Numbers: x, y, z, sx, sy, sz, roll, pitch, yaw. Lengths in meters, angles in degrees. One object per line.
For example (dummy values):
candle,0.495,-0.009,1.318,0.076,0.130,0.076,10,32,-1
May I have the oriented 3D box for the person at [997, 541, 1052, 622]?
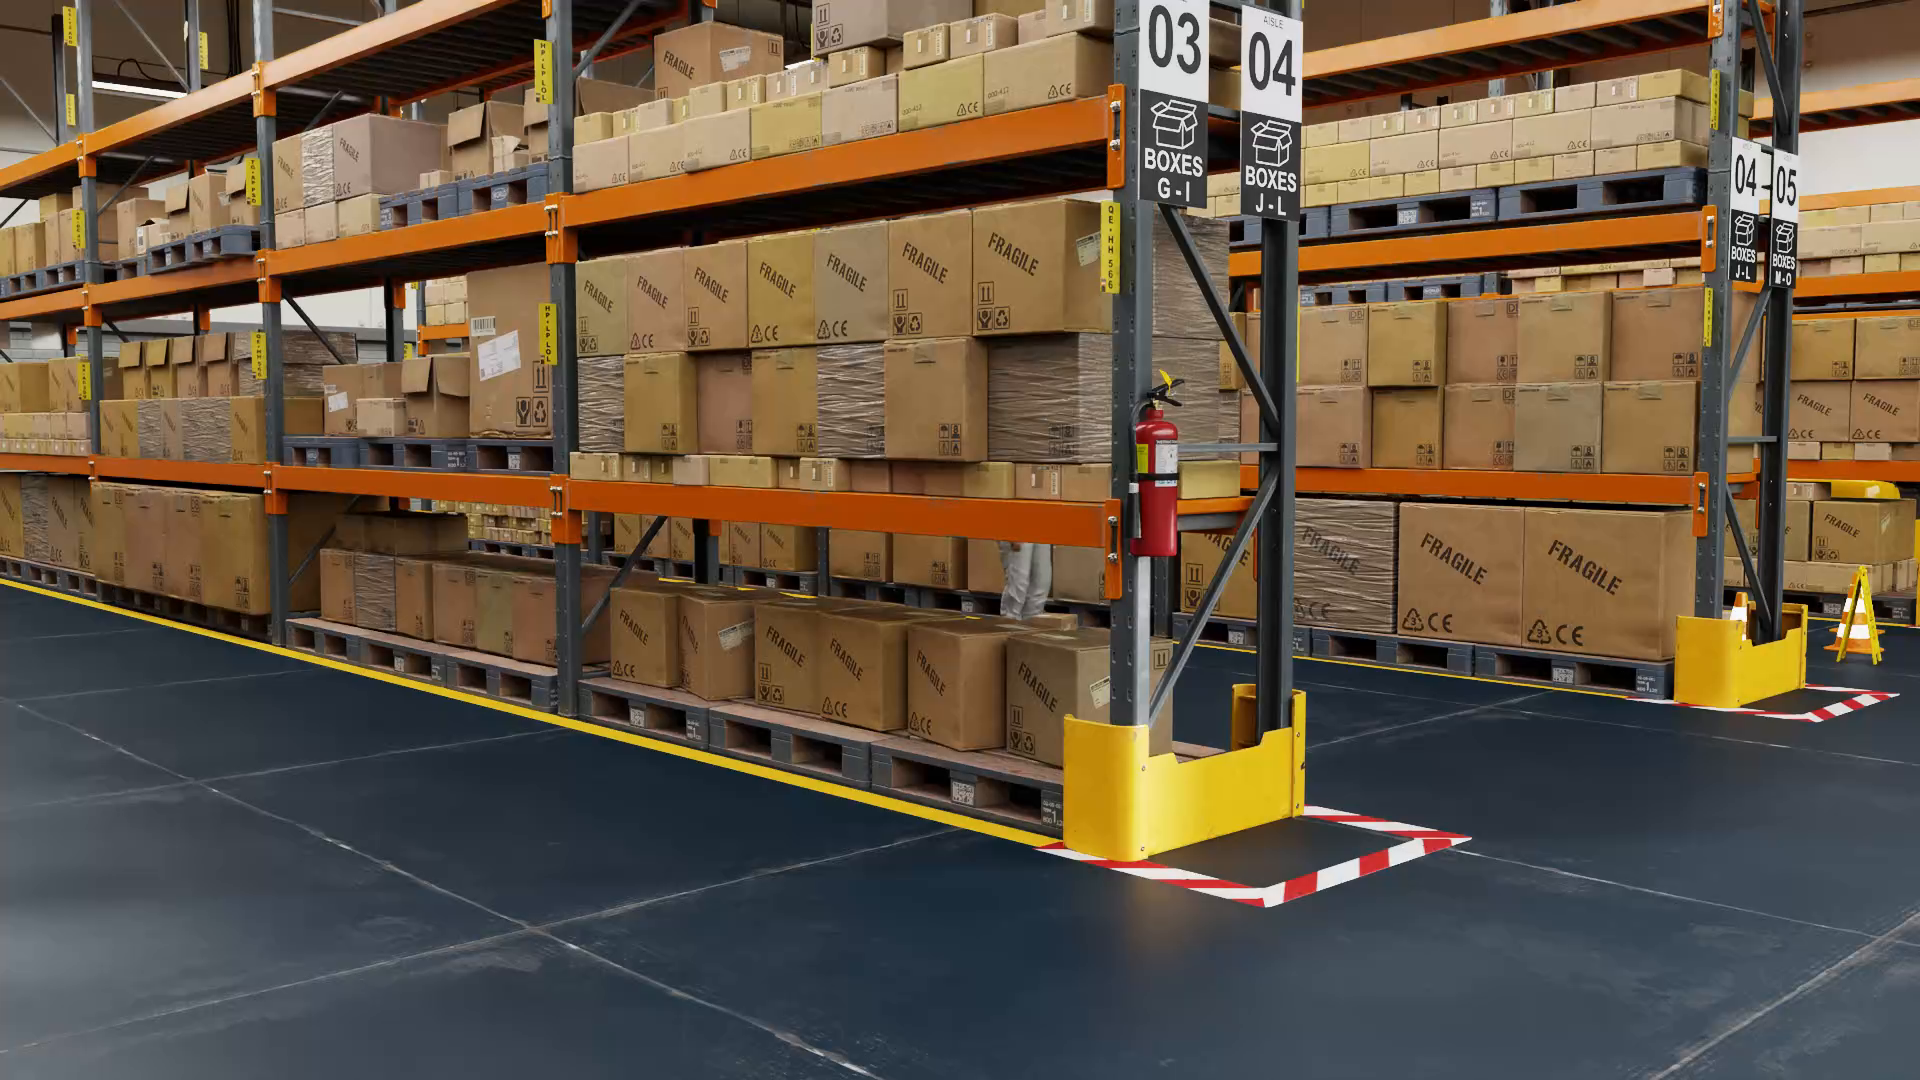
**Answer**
person,0.483,-0.058,11.814,0.464,1.667,0.564,3,5,33
